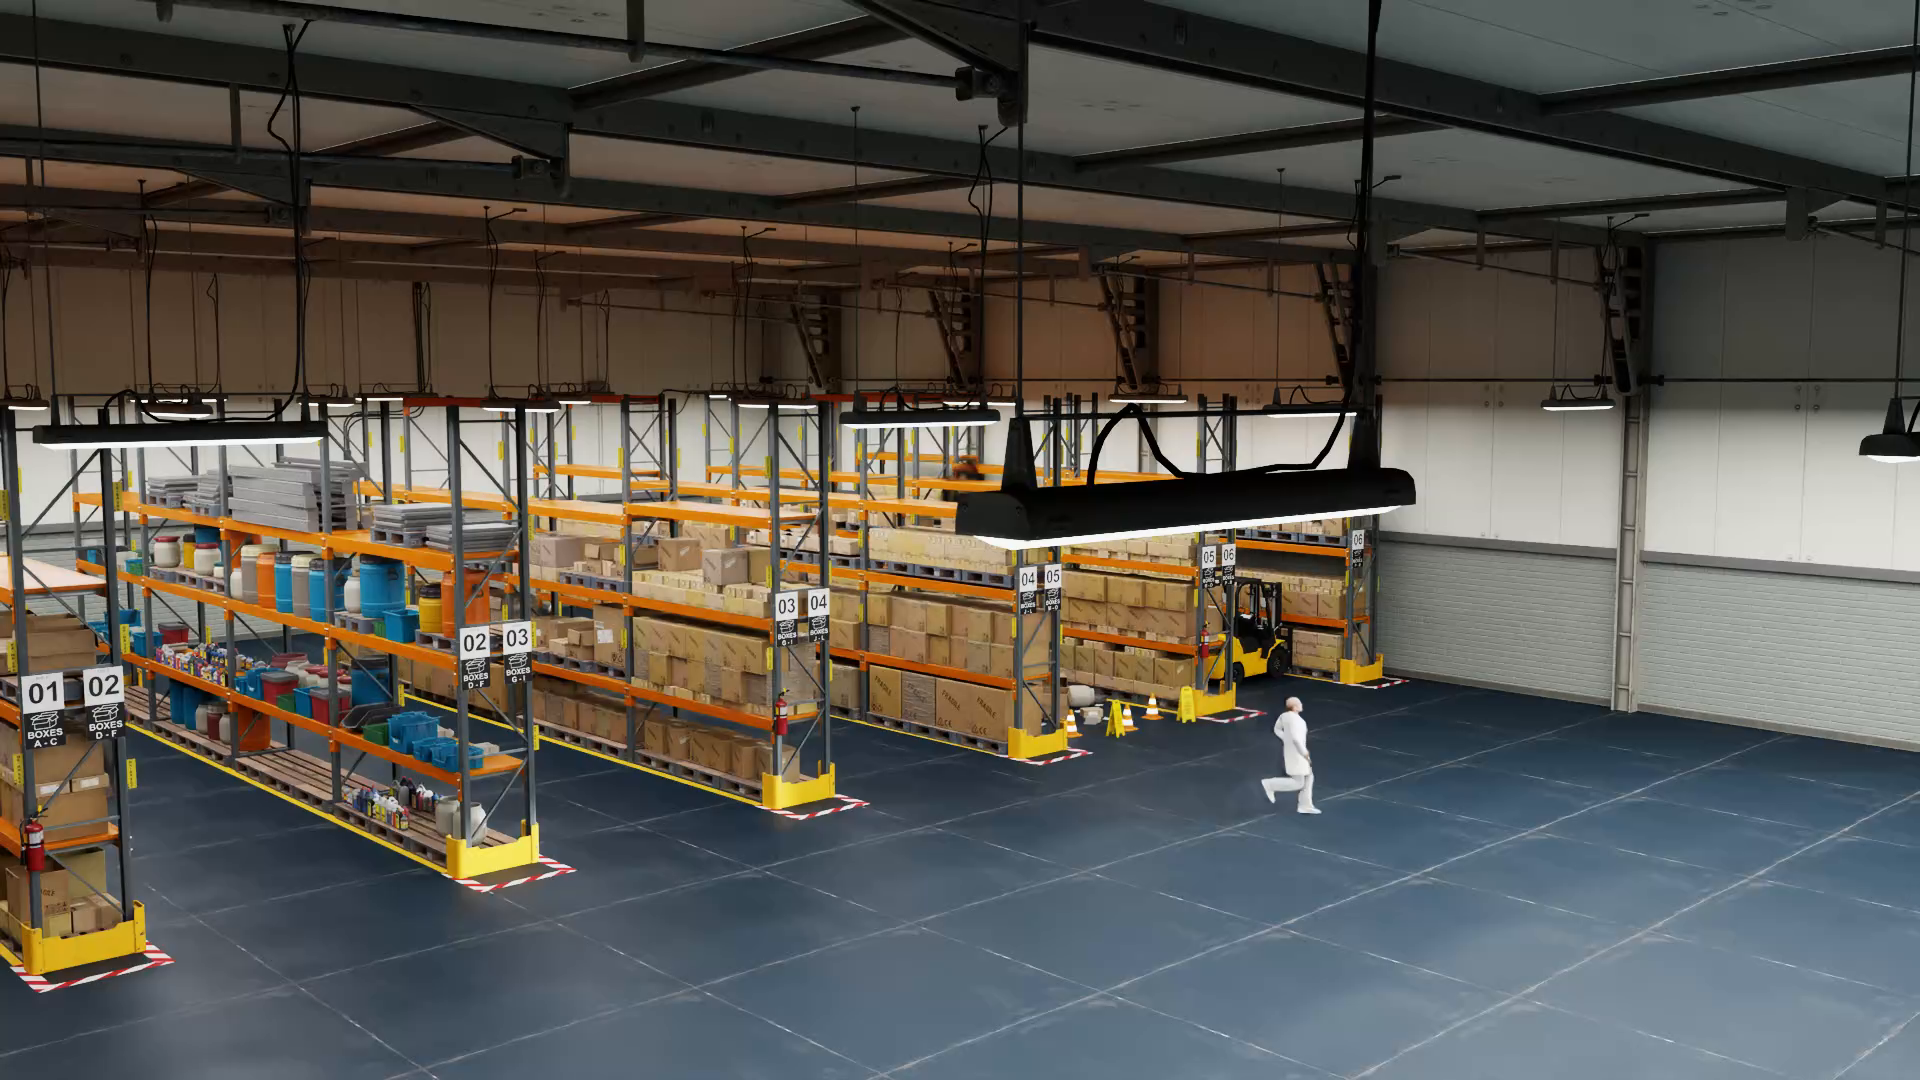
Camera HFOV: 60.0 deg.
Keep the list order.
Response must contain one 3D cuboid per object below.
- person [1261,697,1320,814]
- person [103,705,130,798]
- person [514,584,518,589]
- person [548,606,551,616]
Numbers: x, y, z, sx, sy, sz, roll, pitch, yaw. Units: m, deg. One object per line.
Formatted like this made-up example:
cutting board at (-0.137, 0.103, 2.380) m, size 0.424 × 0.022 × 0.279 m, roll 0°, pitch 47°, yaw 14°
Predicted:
person at (4.826, 3.149, 24.210) m, size 0.918 × 1.750 × 0.714 m, roll 0°, pitch 6°, yaw -3°
person at (-13.023, 3.047, 25.484) m, size 0.575 × 1.693 × 0.794 m, roll -5°, pitch 8°, yaw -45°
person at (-10.204, 1.819, 37.716) m, size 0.689 × 1.808 × 0.672 m, roll -4°, pitch 7°, yaw -34°
person at (-8.269, 2.191, 33.907) m, size 0.660 × 1.735 × 0.684 m, roll 5°, pitch 7°, yaw 42°
